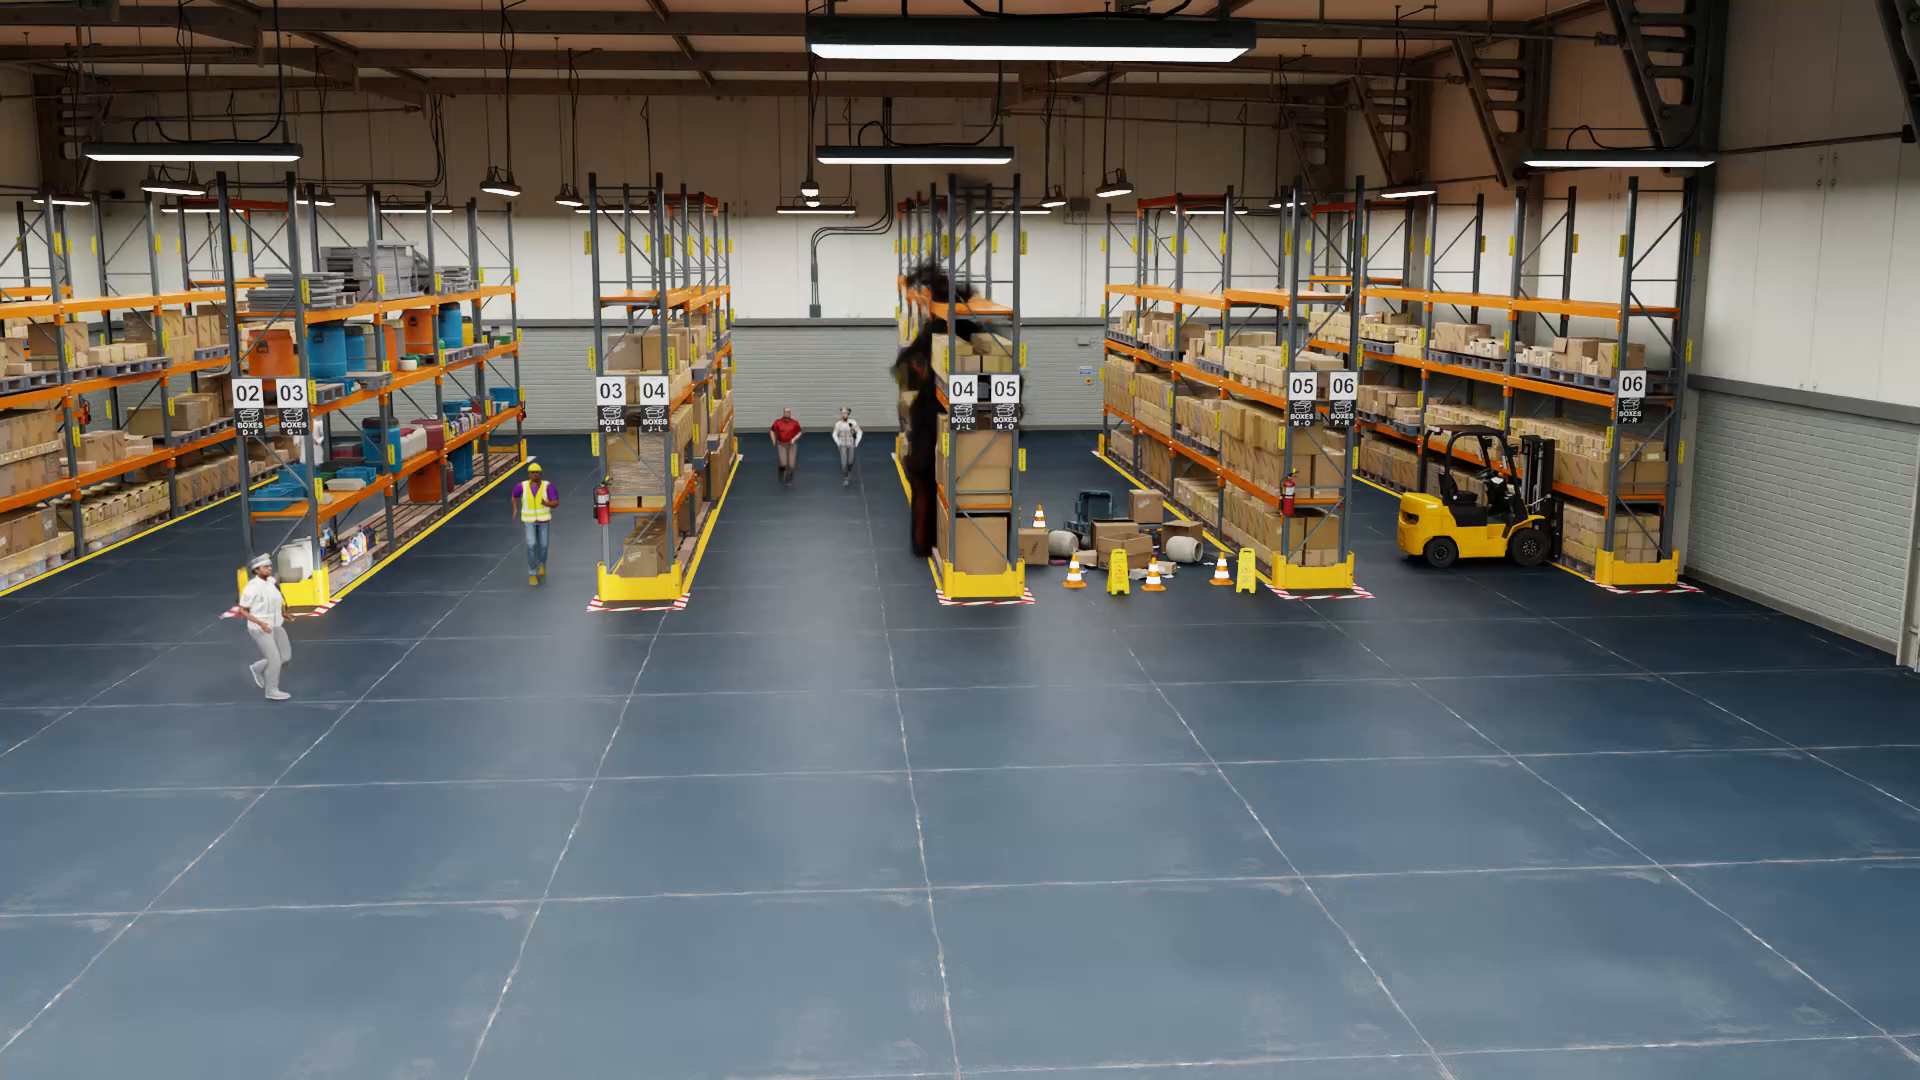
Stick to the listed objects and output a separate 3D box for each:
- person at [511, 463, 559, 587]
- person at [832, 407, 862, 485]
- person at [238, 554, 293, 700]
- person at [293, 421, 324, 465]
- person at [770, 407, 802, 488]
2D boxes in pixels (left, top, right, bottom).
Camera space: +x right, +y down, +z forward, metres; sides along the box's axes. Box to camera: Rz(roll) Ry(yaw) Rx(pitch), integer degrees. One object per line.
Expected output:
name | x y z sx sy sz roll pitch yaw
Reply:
person | -6.376 -0.255 25.029 0.677 1.821 0.807 -3 11 -18
person | -2.400 -1.995 35.272 0.624 1.663 0.492 0 10 2
person | -7.752 0.960 18.504 0.581 1.655 0.562 3 11 19
person | -13.092 -1.756 33.542 0.716 1.784 0.899 -2 10 -9
person | -3.623 -1.926 34.776 0.657 1.686 0.590 -2 10 -11
